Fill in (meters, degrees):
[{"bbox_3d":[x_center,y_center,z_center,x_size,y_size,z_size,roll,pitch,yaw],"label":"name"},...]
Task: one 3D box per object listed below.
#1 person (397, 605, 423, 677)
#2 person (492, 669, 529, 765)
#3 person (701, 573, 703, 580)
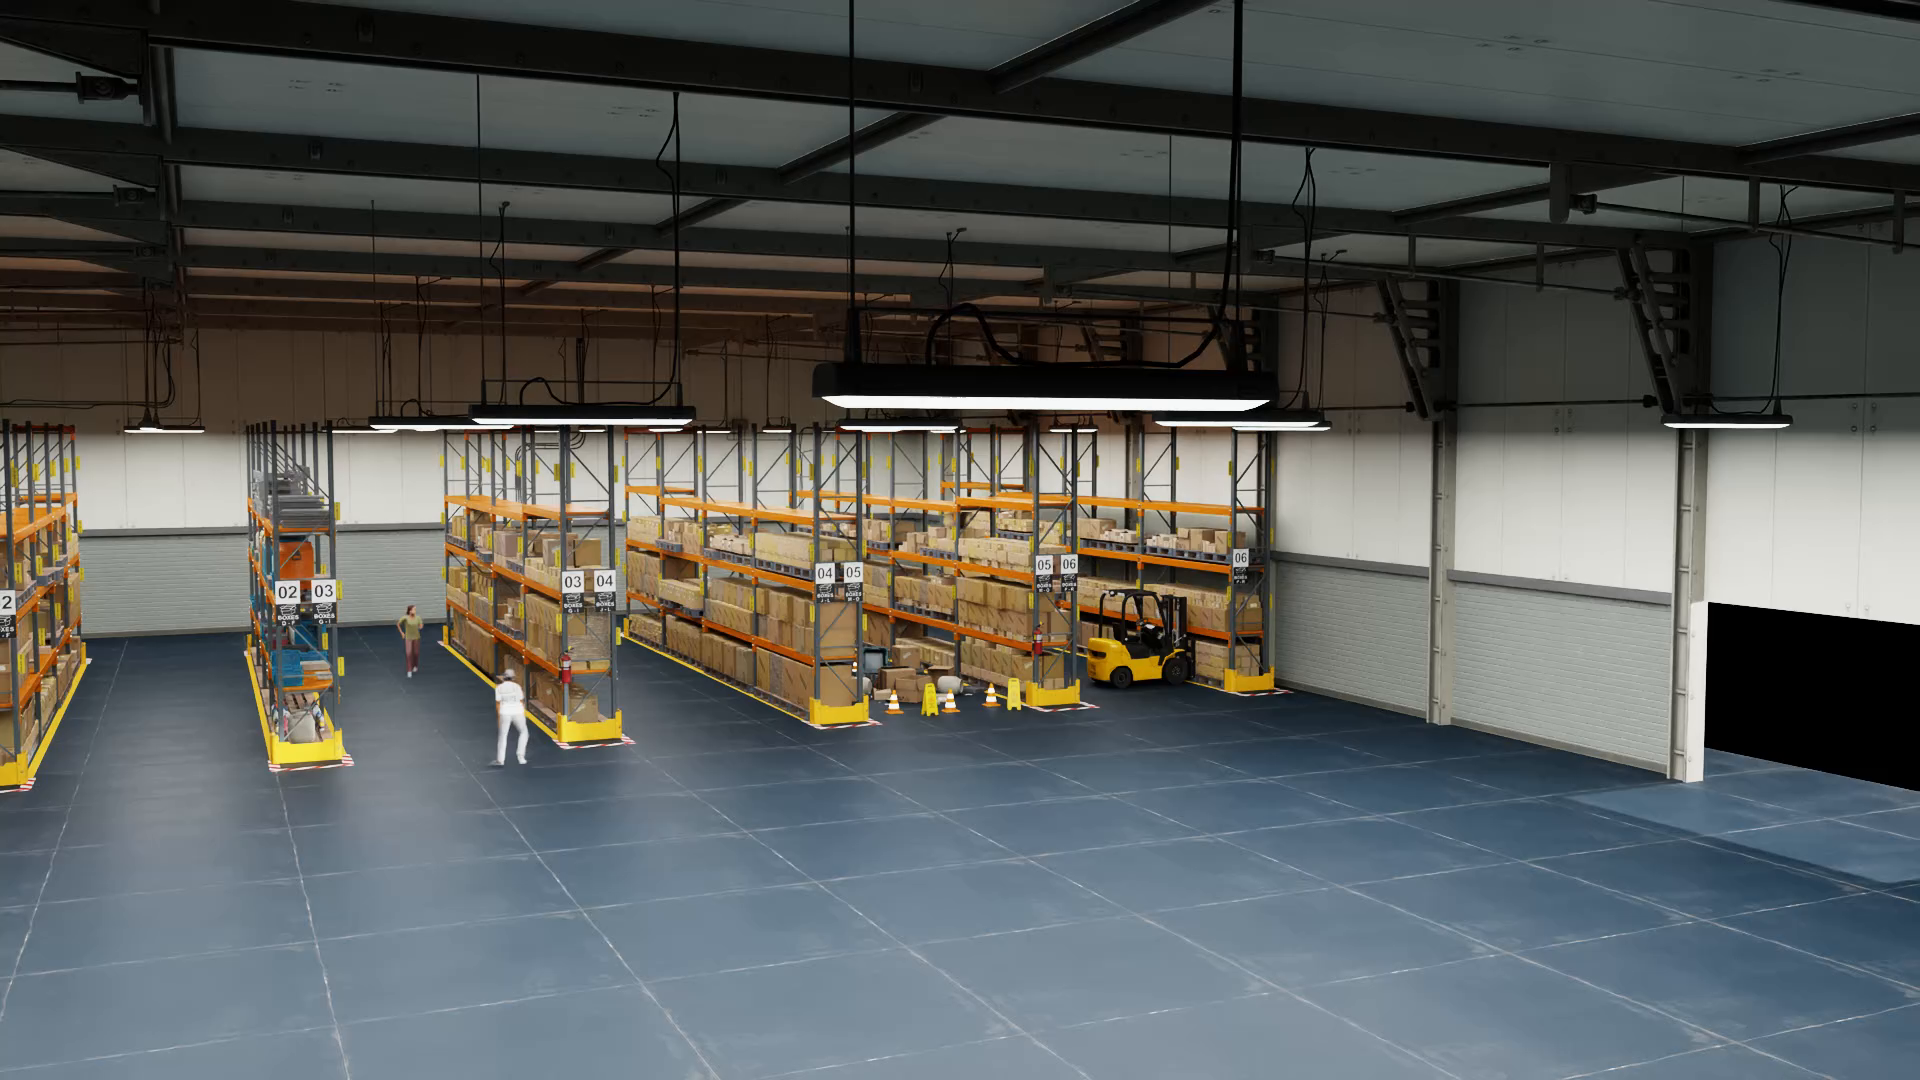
[{"bbox_3d":[-13.171,2.402,39.871,0.610,1.708,0.833,-1,4,-20],"label":"person"},{"bbox_3d":[-7.829,3.074,28.868,0.635,1.666,0.428,0,4,-7],"label":"person"},{"bbox_3d":[-7.323,1.850,47.846,0.514,1.793,0.573,-2,4,-24],"label":"person"}]
